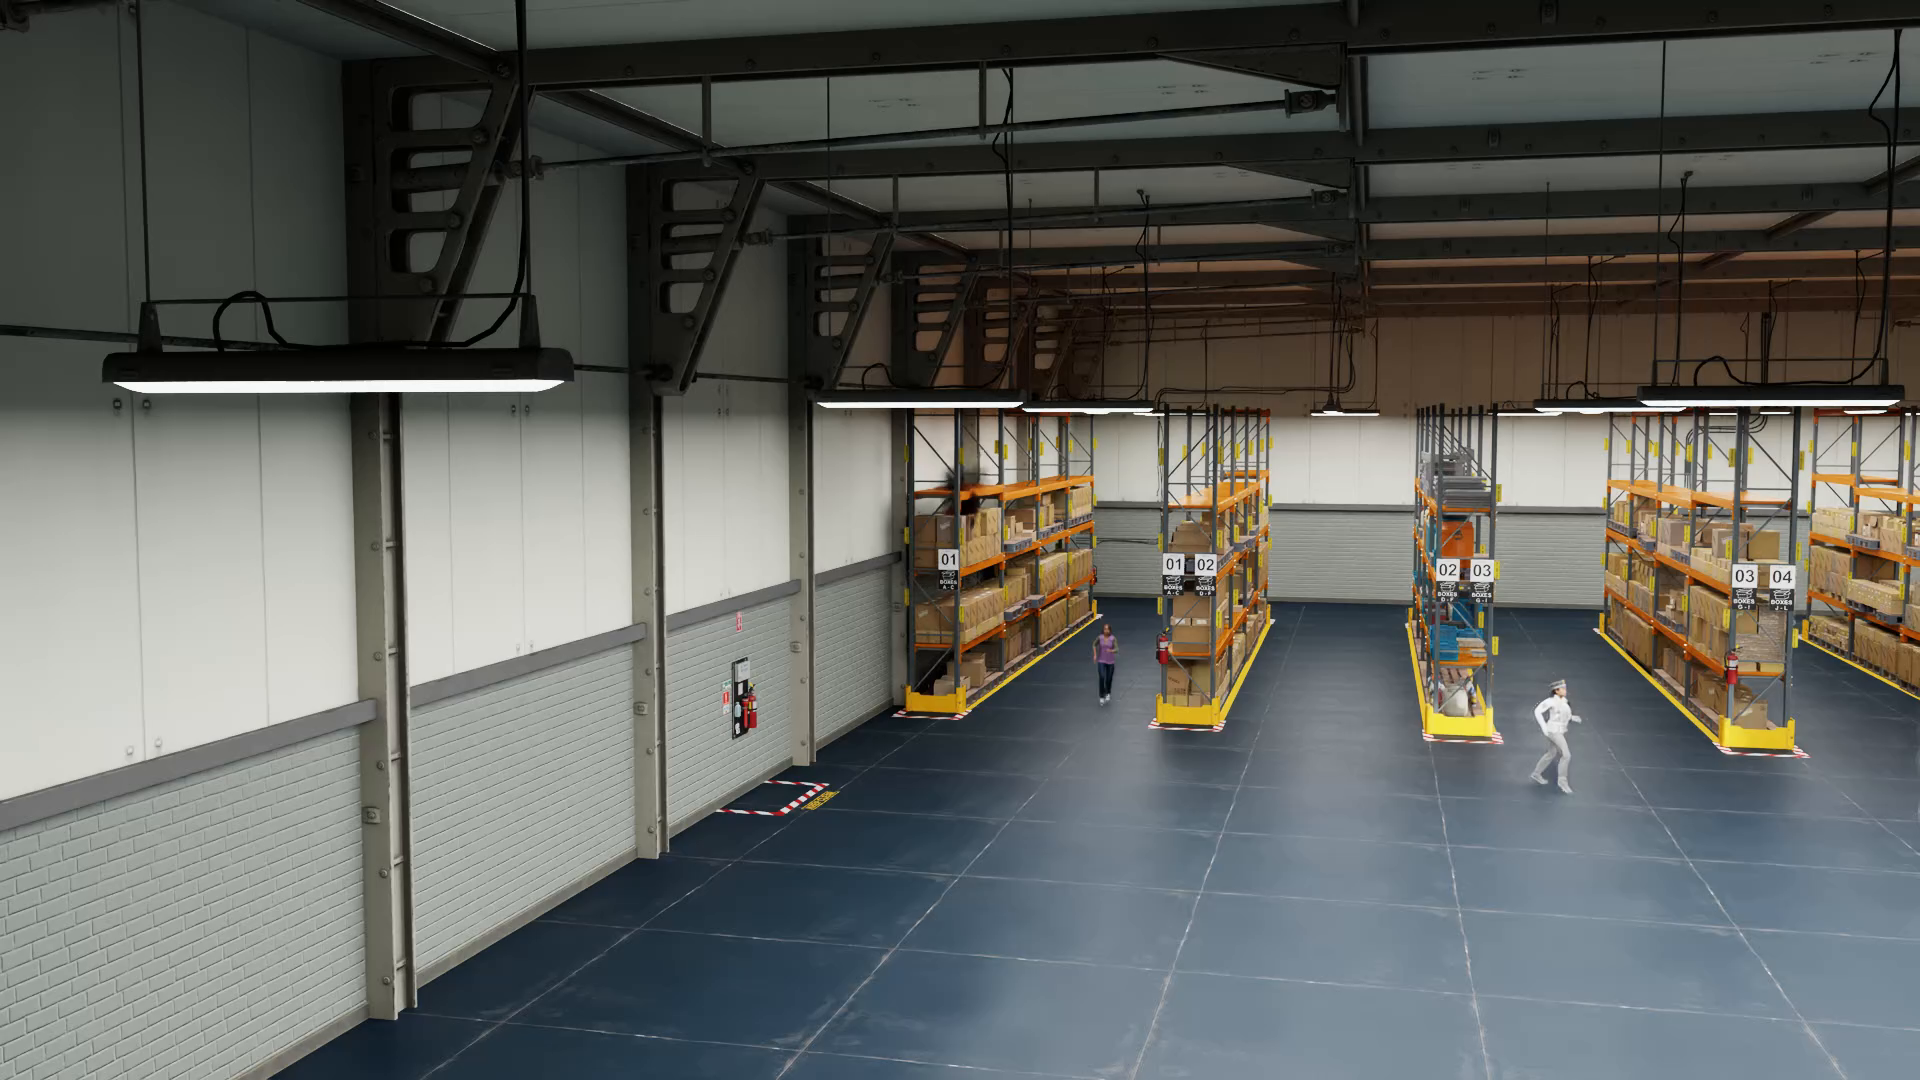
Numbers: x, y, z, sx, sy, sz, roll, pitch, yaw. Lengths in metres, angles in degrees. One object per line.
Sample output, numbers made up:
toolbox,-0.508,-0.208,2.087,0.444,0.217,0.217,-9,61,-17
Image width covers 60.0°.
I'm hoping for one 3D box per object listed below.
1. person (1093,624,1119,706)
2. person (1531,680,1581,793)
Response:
person,2.922,2.496,33.341,0.503,1.644,0.709,0,4,0
person,9.212,3.015,25.731,0.757,1.753,0.597,3,5,39
